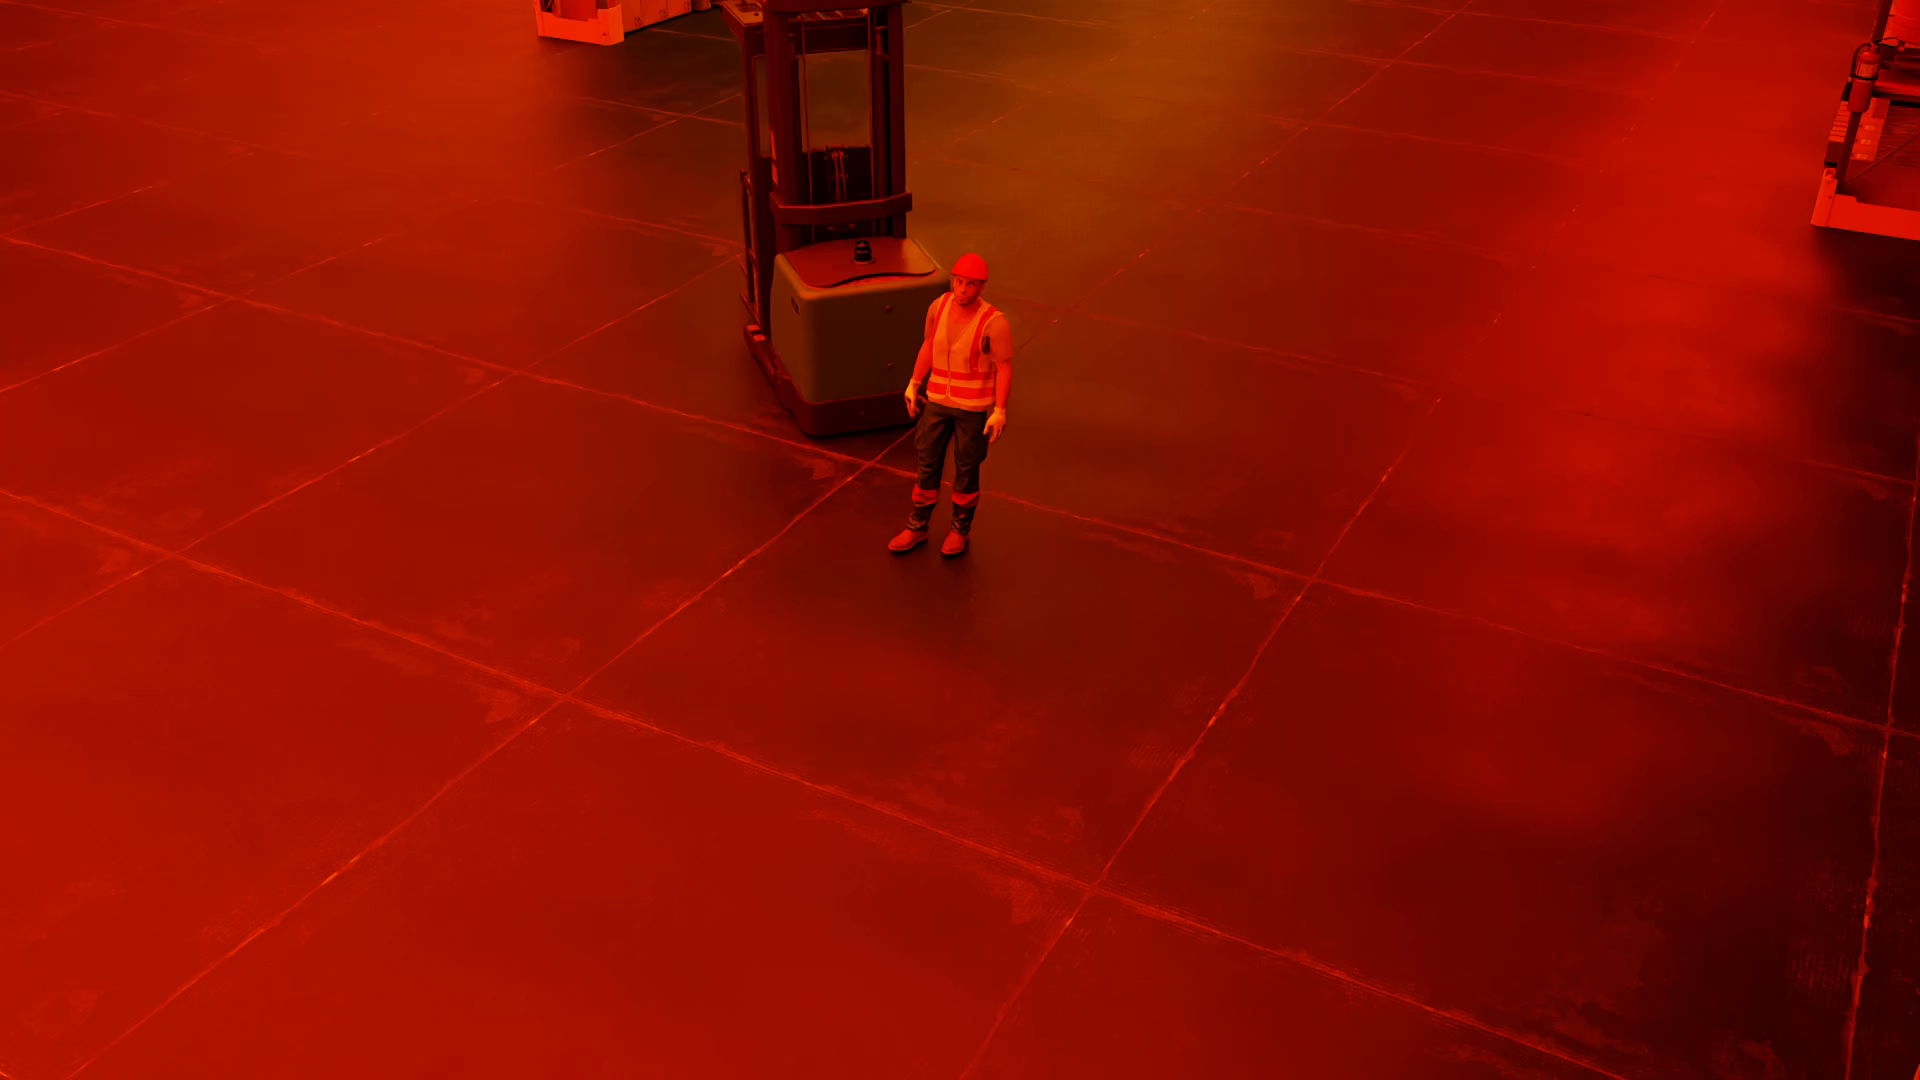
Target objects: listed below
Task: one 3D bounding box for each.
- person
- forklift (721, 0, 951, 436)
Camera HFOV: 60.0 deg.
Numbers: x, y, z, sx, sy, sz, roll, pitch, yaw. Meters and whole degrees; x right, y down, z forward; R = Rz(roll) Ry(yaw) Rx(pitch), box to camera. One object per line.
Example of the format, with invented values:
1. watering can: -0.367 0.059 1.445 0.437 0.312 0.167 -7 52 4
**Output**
1. person: -0.050 -0.749 9.496 0.637 1.790 0.562 15 33 25
2. forklift: -0.993 -2.685 11.723 1.130 2.935 3.031 -9 31 -16
